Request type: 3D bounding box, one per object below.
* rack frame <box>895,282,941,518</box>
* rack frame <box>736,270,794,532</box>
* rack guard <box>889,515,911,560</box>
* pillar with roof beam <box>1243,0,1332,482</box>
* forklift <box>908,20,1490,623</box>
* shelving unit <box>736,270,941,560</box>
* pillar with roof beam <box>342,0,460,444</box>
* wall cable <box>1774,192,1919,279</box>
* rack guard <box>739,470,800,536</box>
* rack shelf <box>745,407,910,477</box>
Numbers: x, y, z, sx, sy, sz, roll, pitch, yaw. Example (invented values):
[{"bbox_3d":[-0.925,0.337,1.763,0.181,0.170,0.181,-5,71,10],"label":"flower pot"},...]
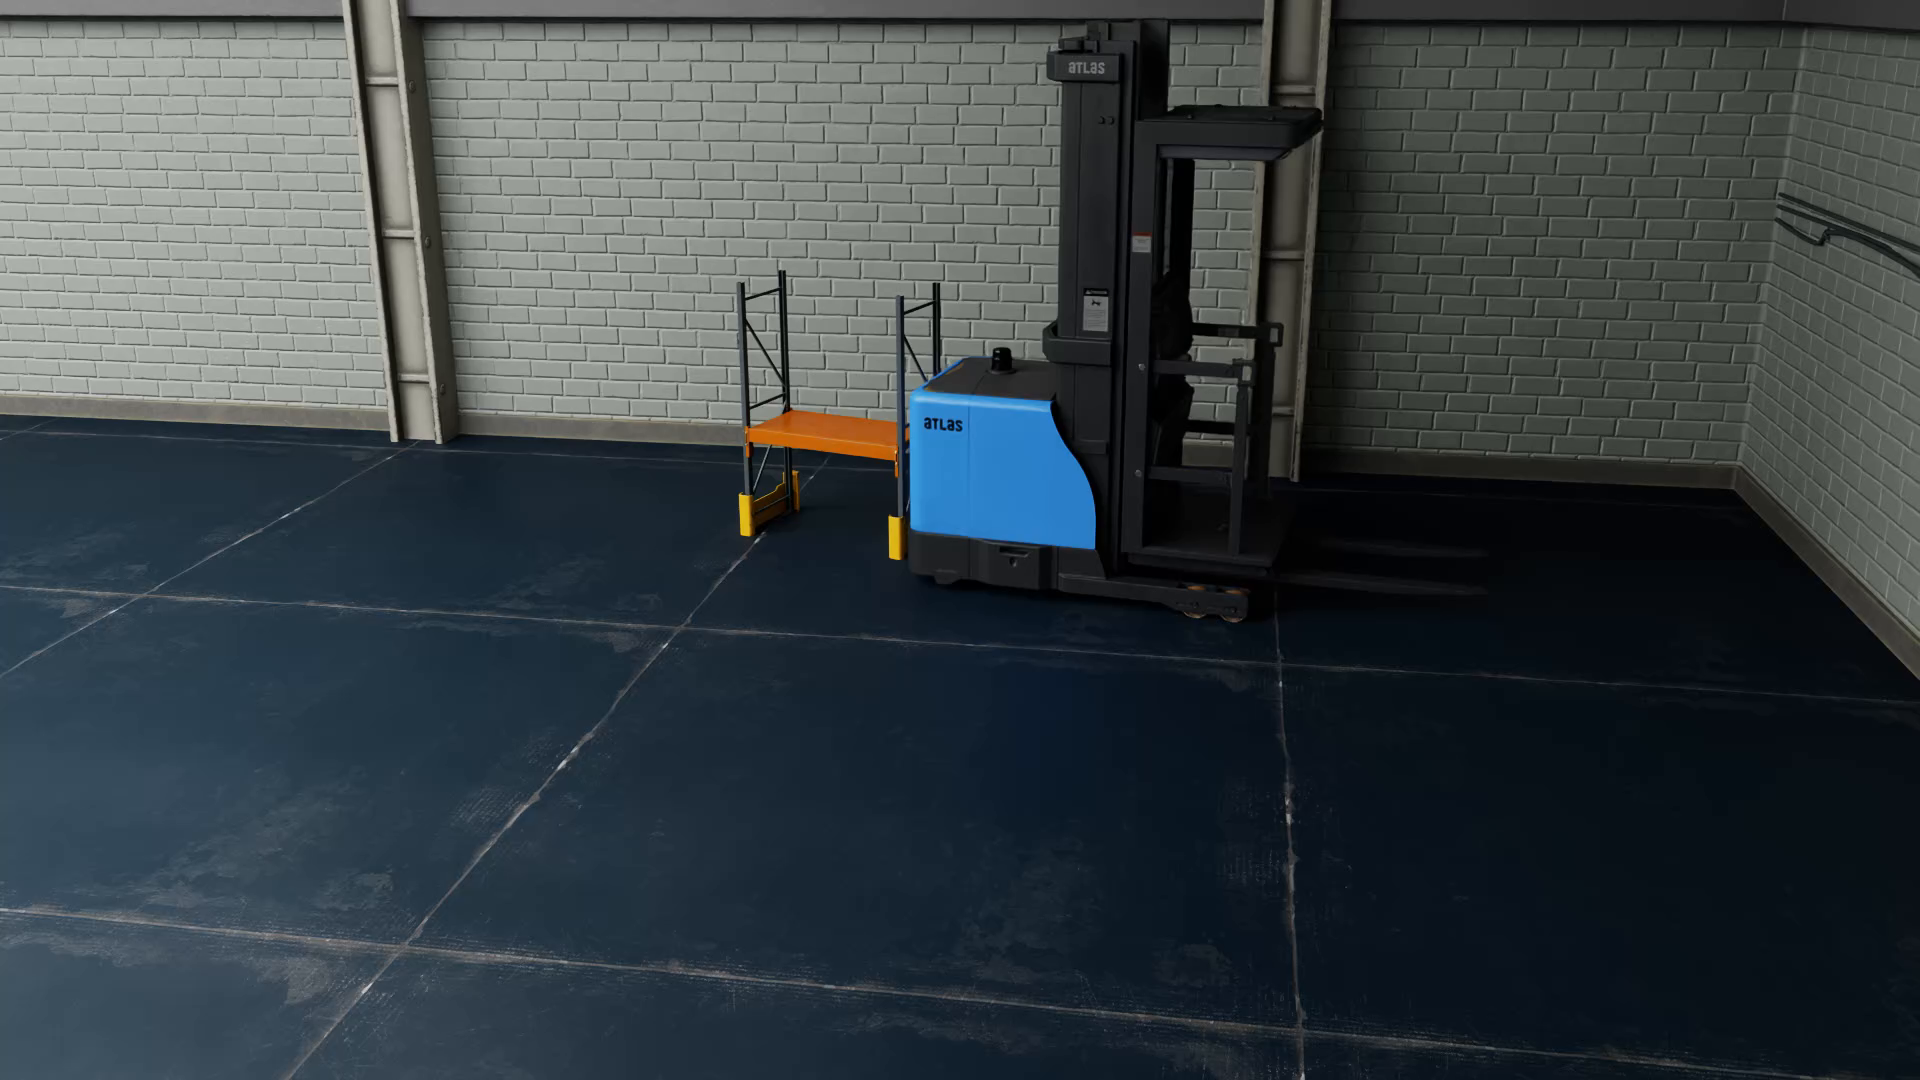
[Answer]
[{"bbox_3d":[-0.232,-0.683,9.481,0.032,1.500,0.500,8,20,24],"label":"rack frame"},{"bbox_3d":[-1.152,-0.820,9.891,0.032,1.500,0.500,8,20,24],"label":"rack frame"},{"bbox_3d":[-0.249,-0.093,9.687,0.087,0.250,0.587,8,20,24],"label":"rack guard"},{"bbox_3d":[1.383,-3.361,5.665,0.400,9.000,9.100,3,19,9],"label":"pillar with roof beam"},{"bbox_3d":[1.292,-1.155,8.635,3.031,2.935,1.130,6,19,17],"label":"forklift"},{"bbox_3d":[-0.700,-0.753,9.689,1.083,1.500,0.587,8,20,24],"label":"shelving unit"},{"bbox_3d":[-4.541,-3.663,6.567,0.400,9.000,9.100,3,19,9],"label":"pillar with roof beam"},{"bbox_3d":[4.764,-2.674,8.507,0.112,2.526,3.097,3,19,9],"label":"wall cable"},{"bbox_3d":[-1.151,-0.227,10.088,0.087,0.250,0.587,8,20,24],"label":"rack guard"},{"bbox_3d":[-0.692,-0.581,9.743,1.000,0.185,0.538,8,20,24],"label":"rack shelf"}]
